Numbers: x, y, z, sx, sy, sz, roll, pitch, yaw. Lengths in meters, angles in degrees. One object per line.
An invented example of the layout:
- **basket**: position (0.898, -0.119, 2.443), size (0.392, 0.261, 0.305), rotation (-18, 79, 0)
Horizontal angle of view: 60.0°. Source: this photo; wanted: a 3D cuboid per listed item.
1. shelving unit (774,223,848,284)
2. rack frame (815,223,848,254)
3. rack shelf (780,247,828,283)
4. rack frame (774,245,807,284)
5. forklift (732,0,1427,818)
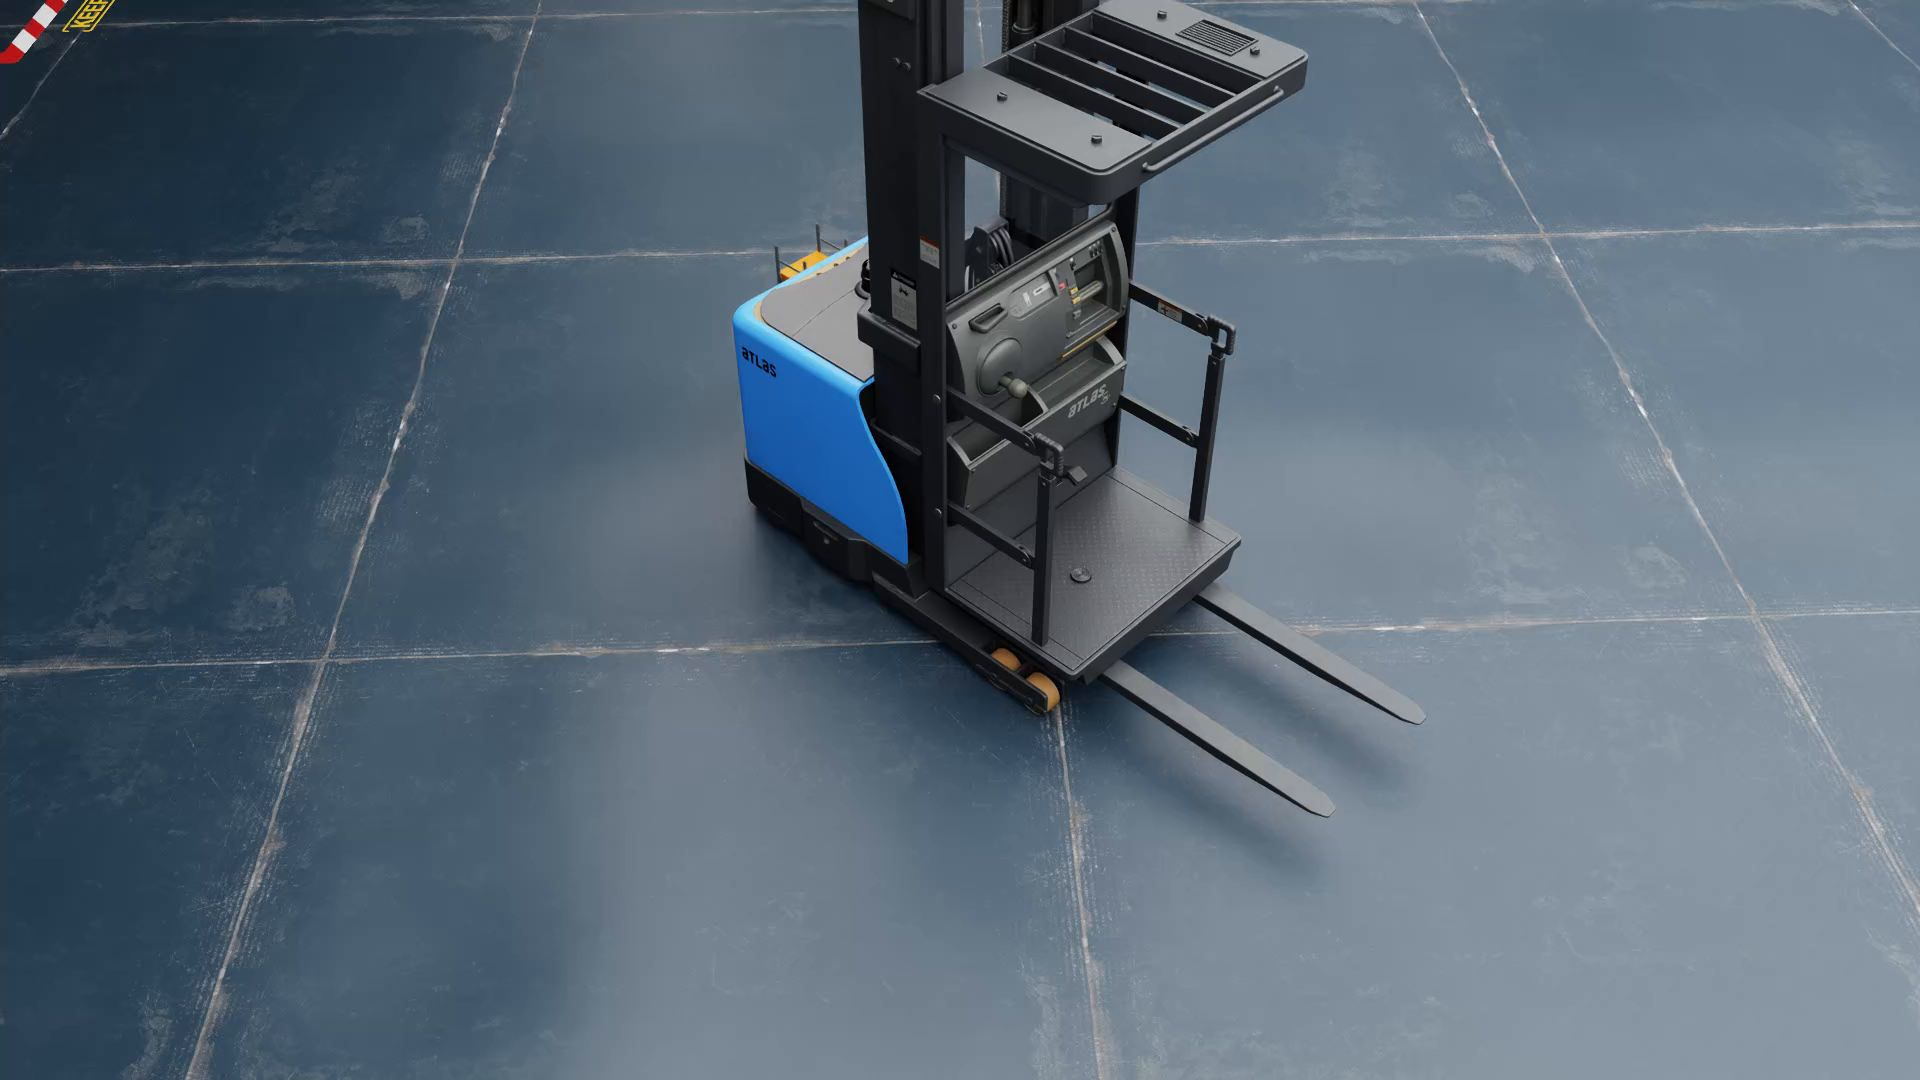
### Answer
- **shelving unit**: position (-0.651, -0.913, 7.619), size (0.215, 1.050, 0.252), rotation (33, 52, 31)
- **rack frame**: position (-0.566, -0.973, 7.684), size (0.200, 1.050, 0.008), rotation (33, 52, 31)
- **rack shelf**: position (-0.651, -1.114, 7.434), size (0.215, 0.259, 0.240), rotation (33, 52, 31)
- **rack frame**: position (-0.735, -0.853, 7.553), size (0.200, 1.050, 0.008), rotation (33, 52, 31)
- **forklift**: position (0.456, -0.787, 6.089), size (3.031, 2.935, 1.130), rotation (33, 52, 31)
